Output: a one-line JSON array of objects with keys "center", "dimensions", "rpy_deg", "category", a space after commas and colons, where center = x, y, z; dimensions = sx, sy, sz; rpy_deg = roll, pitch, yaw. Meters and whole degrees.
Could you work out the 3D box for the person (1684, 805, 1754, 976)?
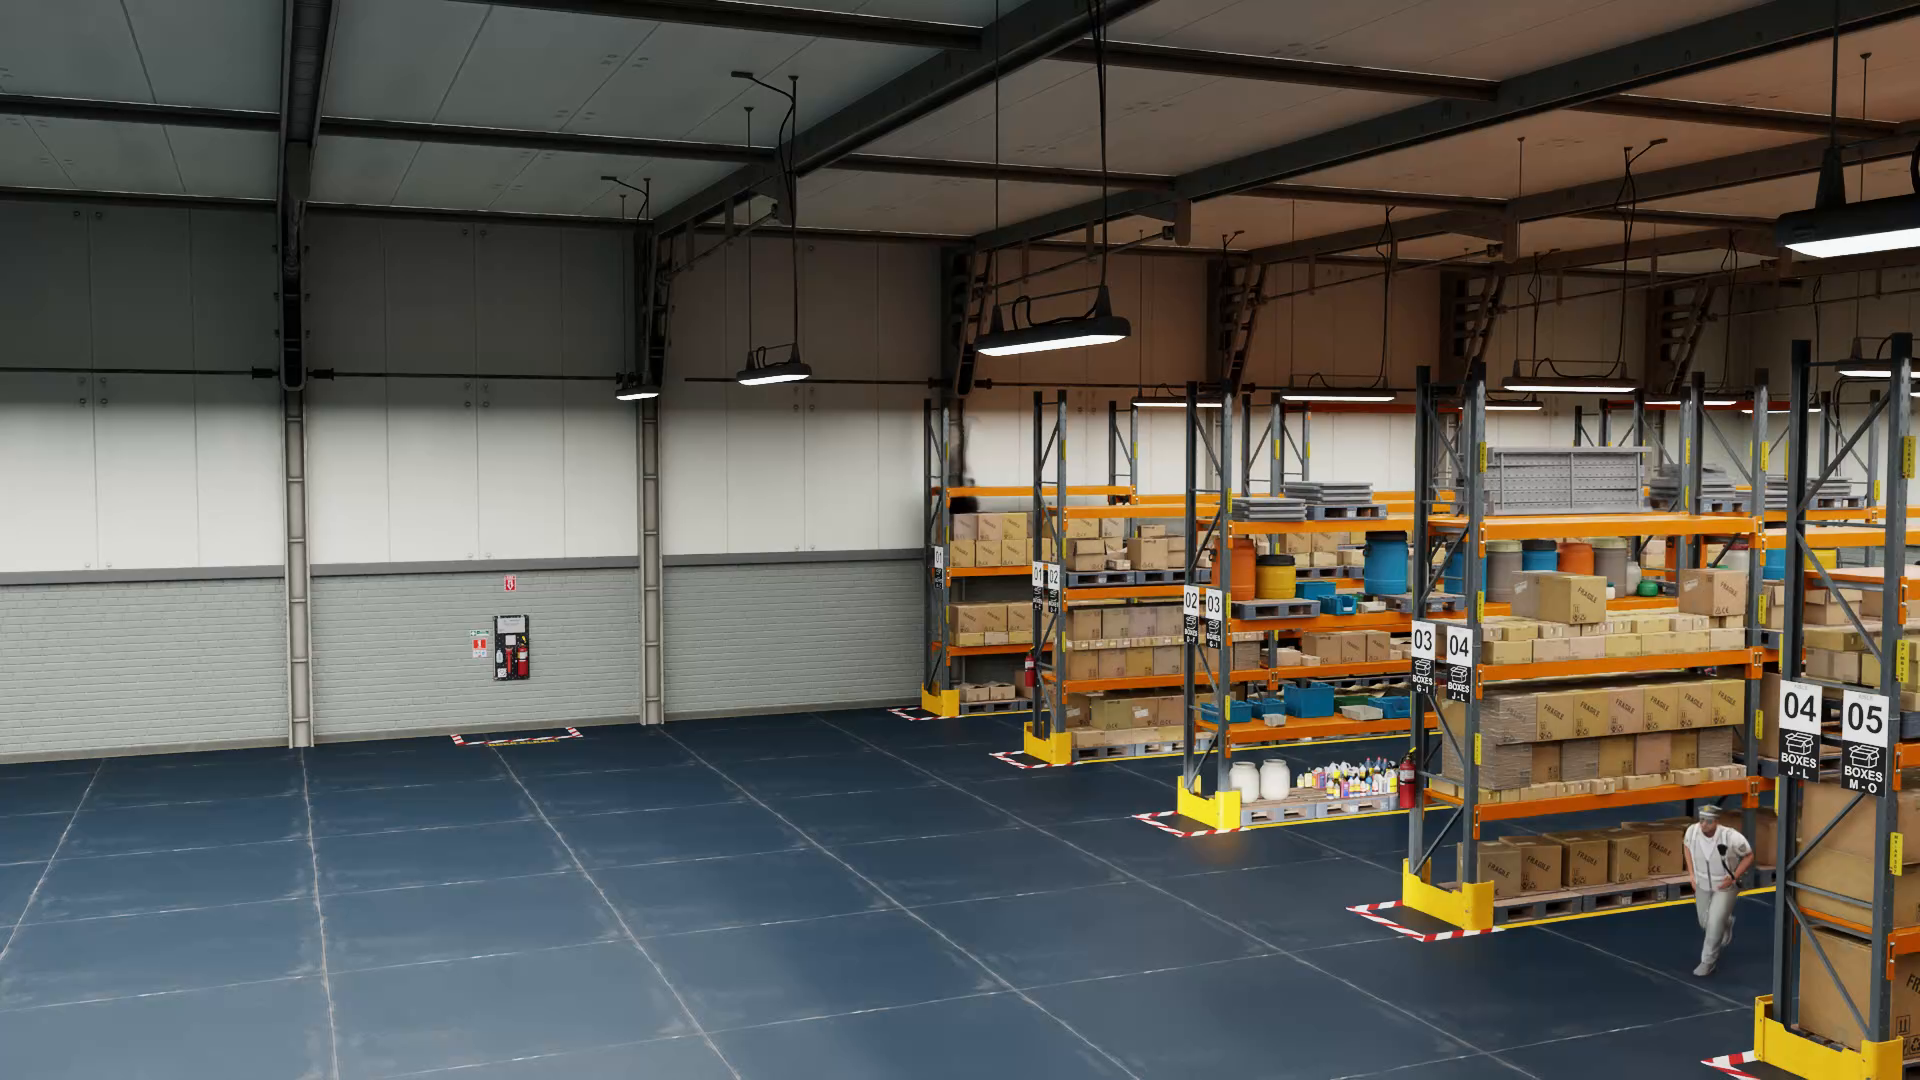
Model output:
[{"center": [7.448, 3.386, 16.297], "dimensions": [0.664, 1.721, 0.890], "rpy_deg": [3, 4, 41], "category": "person"}]
